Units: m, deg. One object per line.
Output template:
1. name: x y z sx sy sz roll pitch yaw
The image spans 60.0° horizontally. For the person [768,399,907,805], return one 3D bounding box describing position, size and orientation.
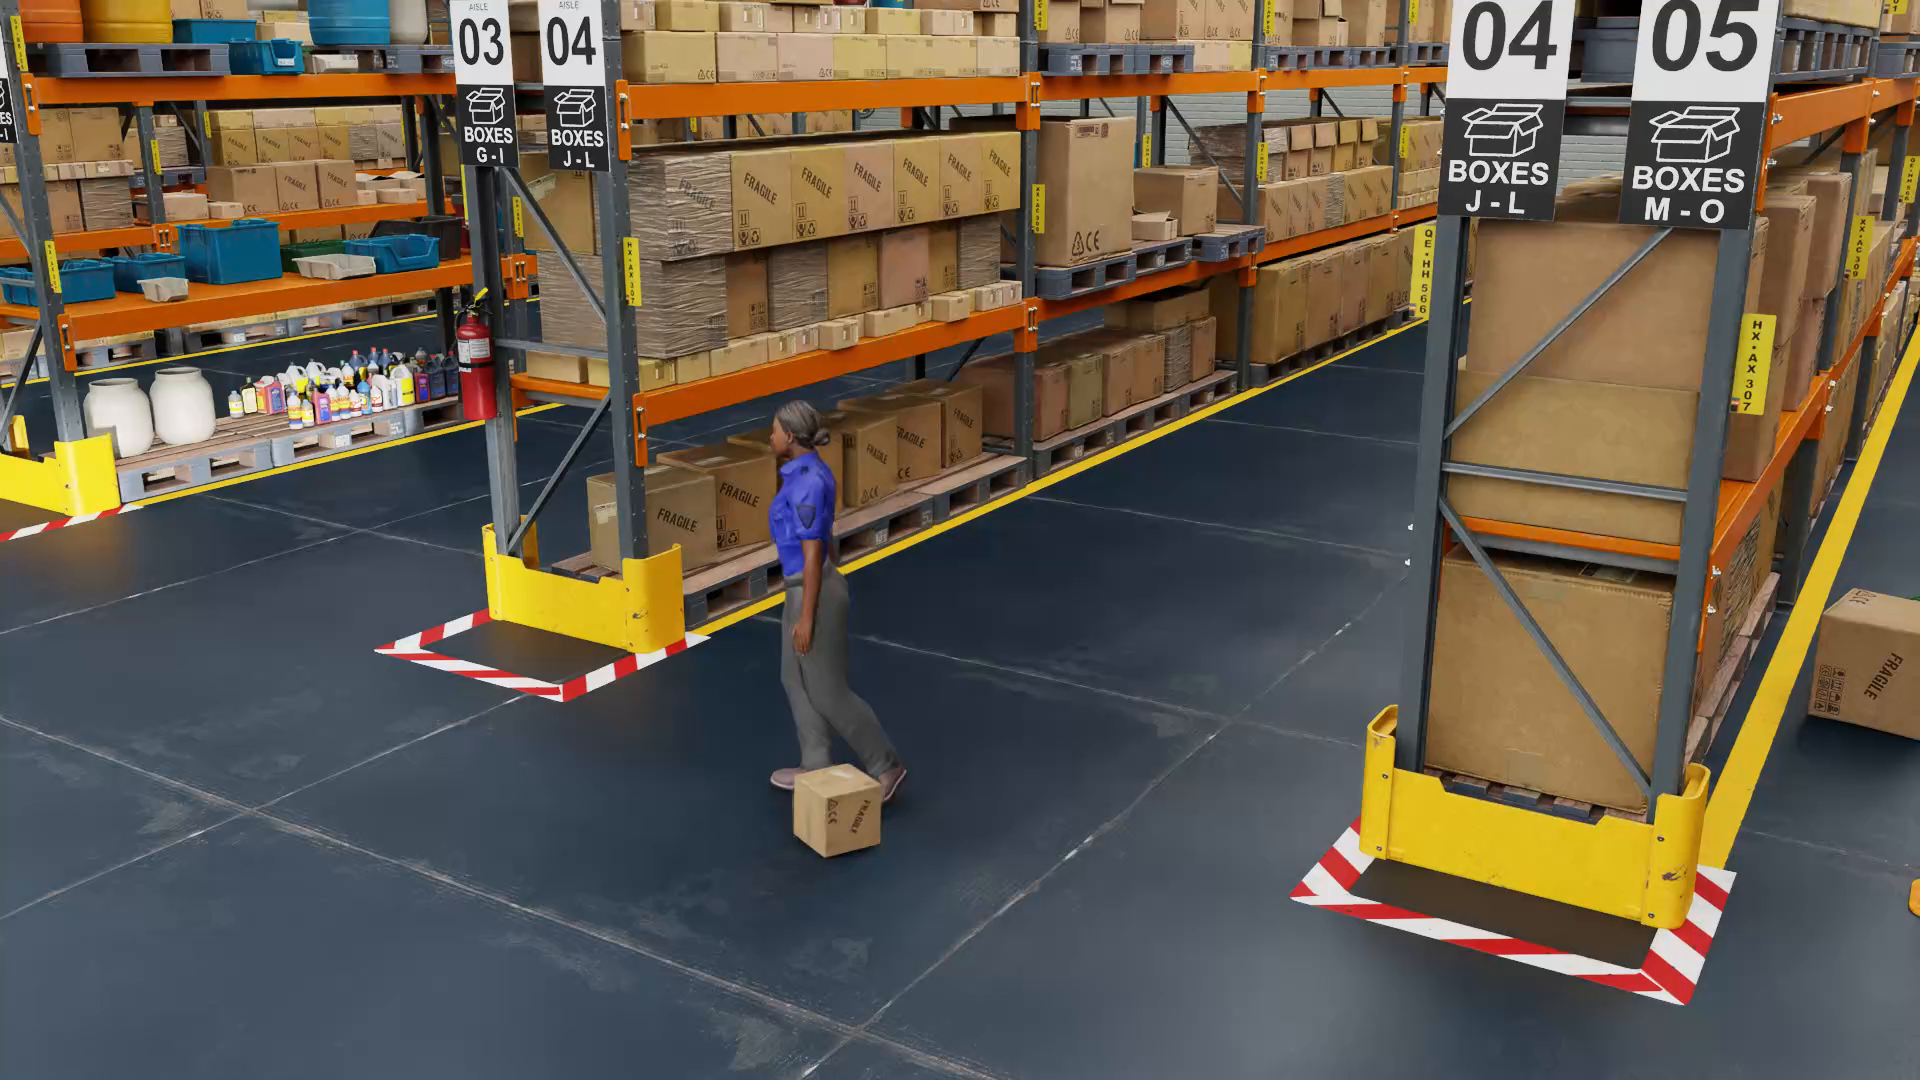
1. person: -0.505 0.255 6.685 0.570 1.647 0.525 -1 16 -3
